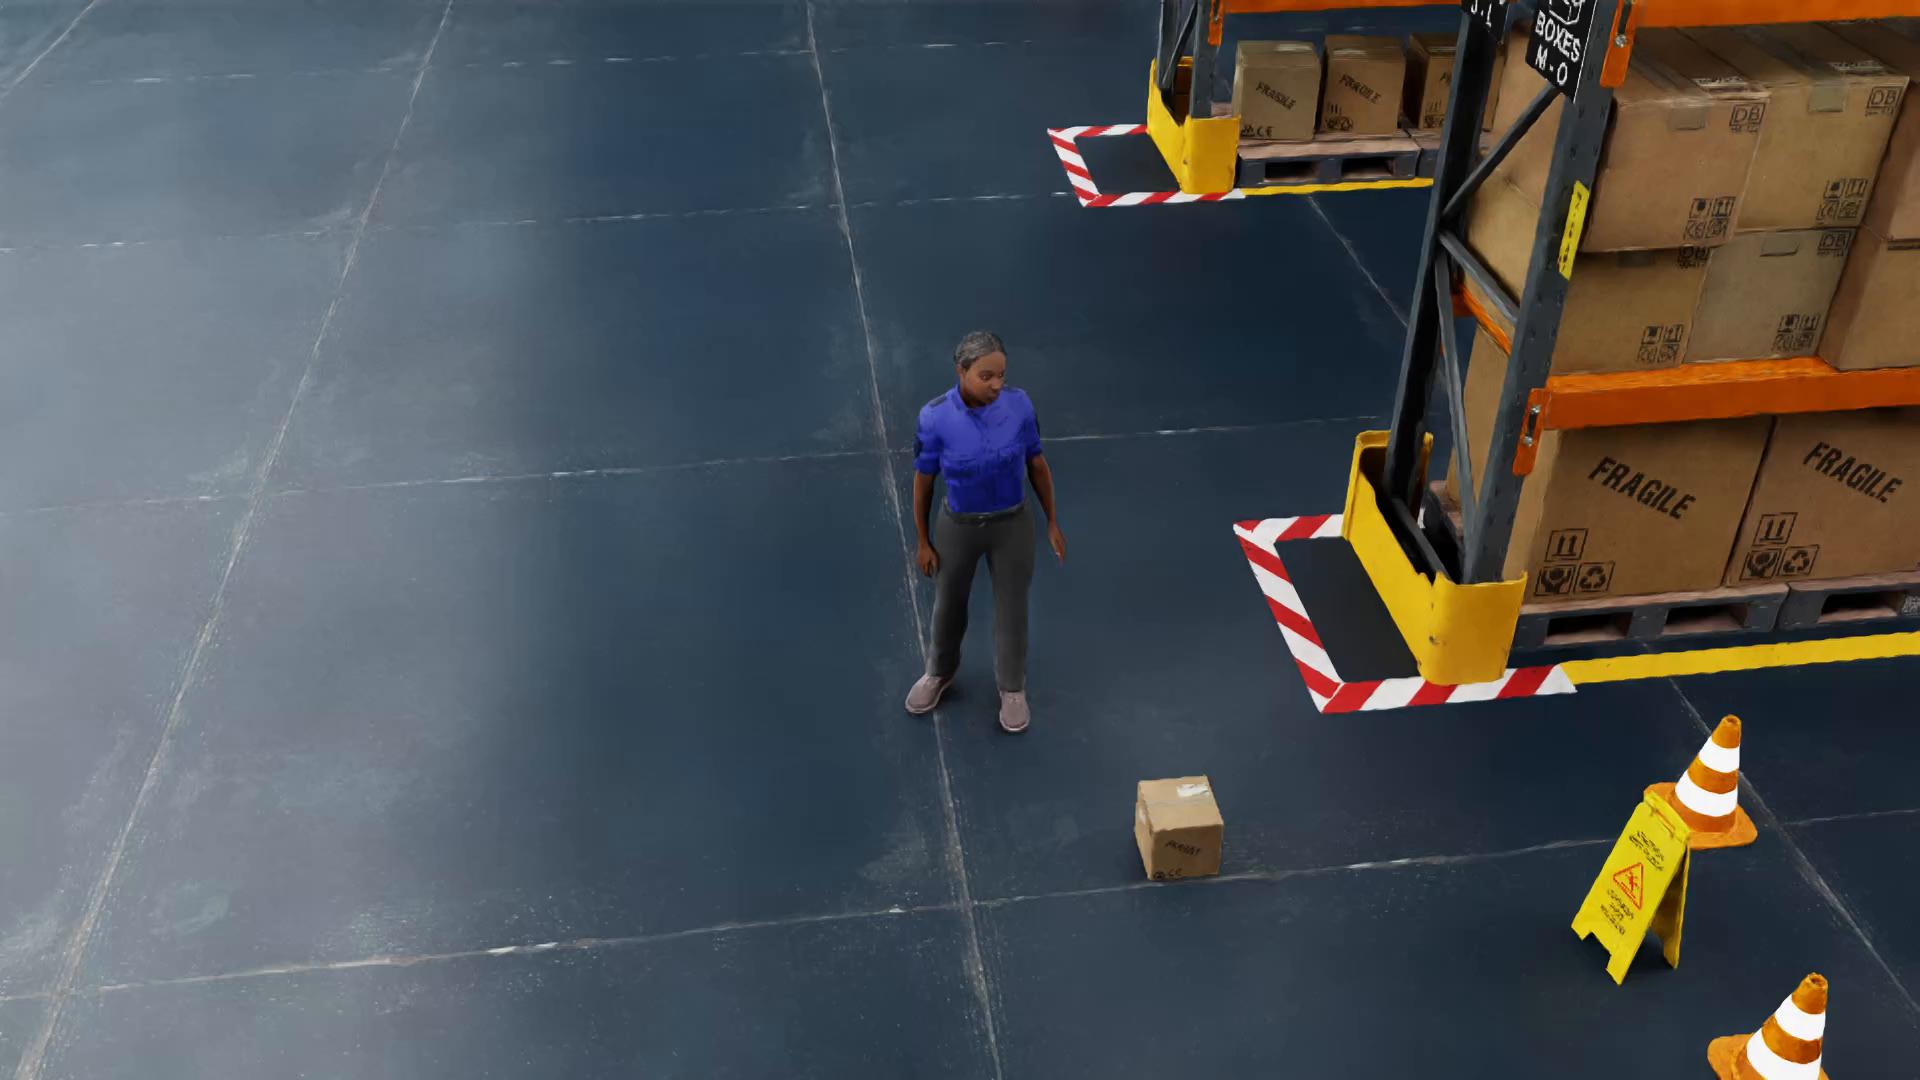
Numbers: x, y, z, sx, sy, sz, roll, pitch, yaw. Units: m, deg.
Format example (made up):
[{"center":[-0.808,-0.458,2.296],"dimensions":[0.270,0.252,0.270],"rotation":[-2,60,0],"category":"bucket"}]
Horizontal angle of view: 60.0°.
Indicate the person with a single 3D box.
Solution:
[{"center":[0.087,-0.029,6.161],"dimensions":[0.605,1.662,0.430],"rotation":[-6,35,-8],"category":"person"}]
